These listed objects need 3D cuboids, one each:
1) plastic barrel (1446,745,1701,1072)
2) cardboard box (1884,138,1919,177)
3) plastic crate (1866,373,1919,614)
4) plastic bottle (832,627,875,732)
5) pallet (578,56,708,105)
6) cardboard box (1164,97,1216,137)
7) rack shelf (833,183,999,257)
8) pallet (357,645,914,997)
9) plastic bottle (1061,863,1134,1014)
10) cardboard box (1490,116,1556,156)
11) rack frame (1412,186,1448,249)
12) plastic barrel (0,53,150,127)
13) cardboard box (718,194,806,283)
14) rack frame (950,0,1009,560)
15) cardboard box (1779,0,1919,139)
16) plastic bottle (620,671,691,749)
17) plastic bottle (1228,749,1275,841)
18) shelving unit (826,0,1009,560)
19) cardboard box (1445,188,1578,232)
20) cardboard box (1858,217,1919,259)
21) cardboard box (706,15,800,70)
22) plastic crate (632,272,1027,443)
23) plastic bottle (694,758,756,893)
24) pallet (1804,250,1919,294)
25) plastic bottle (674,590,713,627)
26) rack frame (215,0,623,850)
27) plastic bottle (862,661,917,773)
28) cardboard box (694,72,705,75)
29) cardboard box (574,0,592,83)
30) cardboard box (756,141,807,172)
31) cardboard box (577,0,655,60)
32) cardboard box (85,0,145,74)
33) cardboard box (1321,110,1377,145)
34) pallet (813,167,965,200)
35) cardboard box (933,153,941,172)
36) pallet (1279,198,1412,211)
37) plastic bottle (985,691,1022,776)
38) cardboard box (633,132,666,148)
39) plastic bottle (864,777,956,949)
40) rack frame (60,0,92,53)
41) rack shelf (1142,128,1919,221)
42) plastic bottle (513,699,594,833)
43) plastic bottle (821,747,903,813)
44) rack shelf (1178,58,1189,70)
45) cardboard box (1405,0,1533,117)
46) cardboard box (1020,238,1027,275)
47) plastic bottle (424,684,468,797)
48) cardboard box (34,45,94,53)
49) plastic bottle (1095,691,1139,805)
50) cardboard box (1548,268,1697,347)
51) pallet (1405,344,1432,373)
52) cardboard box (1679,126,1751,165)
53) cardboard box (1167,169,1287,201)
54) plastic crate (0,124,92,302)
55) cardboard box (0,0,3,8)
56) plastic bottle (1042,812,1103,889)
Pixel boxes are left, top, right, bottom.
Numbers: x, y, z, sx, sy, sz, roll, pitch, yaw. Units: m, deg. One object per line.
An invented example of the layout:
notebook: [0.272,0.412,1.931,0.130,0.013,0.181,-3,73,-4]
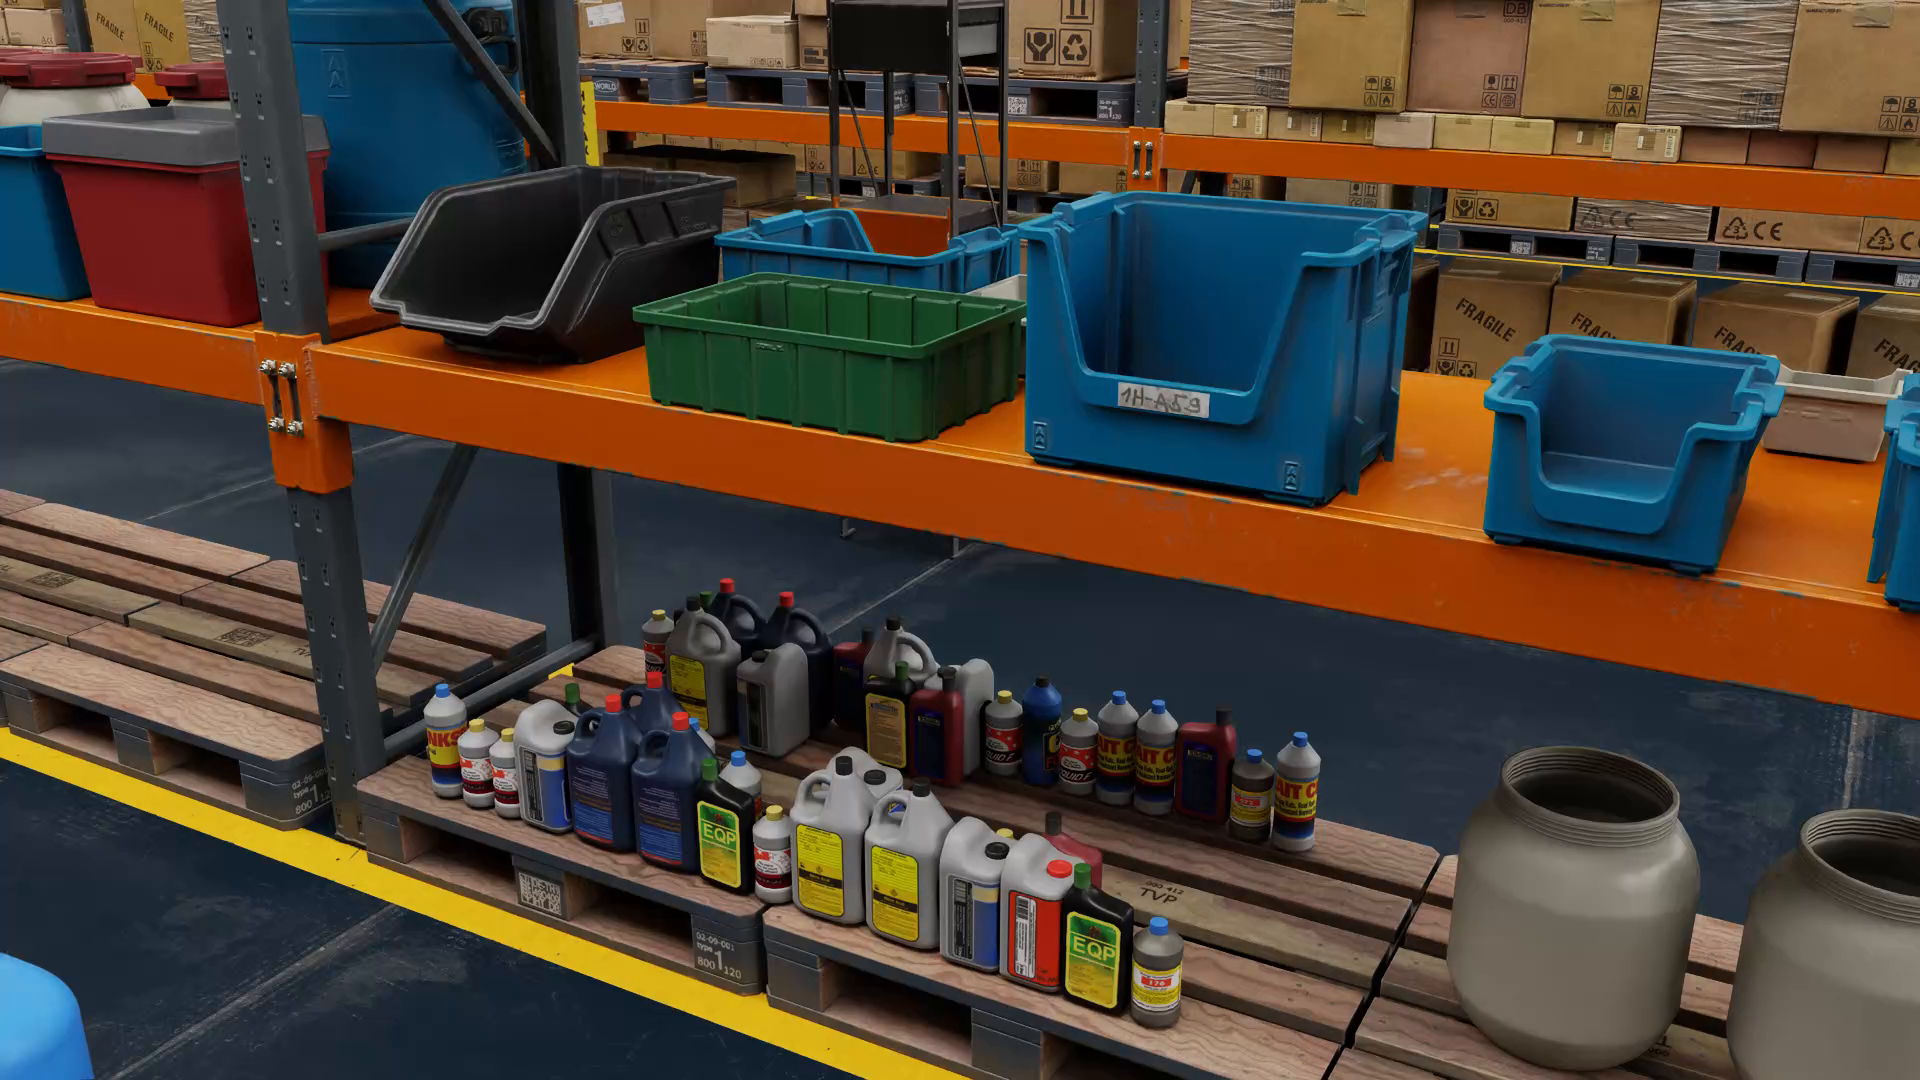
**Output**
plastic barrel: [1.144,0.684,3.113,0.421,0.512,0.421,0,20,0]
cardboard box: [3.798,-1.528,6.548,0.250,0.149,0.380,11,23,27]
plastic crate: [1.610,-0.042,2.301,0.616,0.251,0.499,11,23,27]
plastic bottle: [-0.266,0.355,4.326,0.133,0.283,0.061,13,23,31]
pallet: [-1.701,-2.746,9.817,1.003,0.211,1.213,11,23,27]
cardboard box: [1.158,-2.014,7.887,0.250,0.149,0.380,11,23,27]
rack shelf: [-0.145,-1.002,6.088,0.480,0.518,0.431,11,23,27]
pallet: [-0.733,0.652,4.259,1.213,0.211,1.003,11,23,27]
plastic bottle: [0.265,0.763,3.200,0.133,0.283,0.061,11,23,29]
cardboard box: [2.474,-1.769,7.211,0.250,0.149,0.380,11,23,27]
rack frame: [3.624,-3.717,12.214,0.127,3.000,1.000,11,23,27]
plastic barrel: [-2.668,-1.193,5.057,0.433,0.535,0.433,0,20,0]
cardboard box: [-1.290,-1.761,9.841,0.500,0.500,0.700,9,22,23]
rack frame: [0.069,-0.974,5.971,0.015,2.100,0.400,11,23,27]
cardboard box: [3.647,-1.926,6.694,0.500,0.500,0.875,11,23,27]
plastic bottle: [-0.726,0.470,3.910,0.185,0.351,0.144,11,23,27]
plastic bottle: [0.672,0.579,3.828,0.097,0.201,0.097,0,20,0]
shelving unit: [-0.145,-1.015,6.083,0.503,2.100,0.431,11,23,27]
cardboard box: [4.139,-2.791,12.159,0.875,0.875,0.875,11,23,28]
cardboard box: [6.492,-2.344,10.928,0.875,0.875,0.875,11,23,28]
cardboard box: [-1.024,-2.703,9.021,0.500,0.250,0.500,10,22,26]
plastic crate: [-0.251,-0.374,3.307,0.662,0.188,0.450,11,23,27]
plastic bottle: [-0.508,0.616,3.606,0.133,0.283,0.061,12,23,30]
pallet: [6.380,-1.851,11.158,1.213,0.211,1.003,11,23,27]
plastic bottle: [-0.718,0.269,4.564,0.133,0.283,0.061,12,23,30]
rack frame: [-1.299,-0.783,4.125,0.127,3.000,1.000,11,23,27]
plastic bottle: [-0.174,0.429,4.123,0.133,0.283,0.061,11,23,27]
cardboard box: [-2.587,-4.374,15.975,0.500,0.250,0.500,10,22,26]
cardboard box: [-2.667,-3.132,10.453,0.500,0.500,0.500,12,23,29]
cardboard box: [-1.491,-3.607,14.960,0.500,0.500,0.500,10,22,25]
cardboard box: [-1.884,-3.089,9.720,0.500,0.500,0.500,8,21,21]
cardboard box: [-5.588,-3.484,11.425,0.500,0.500,0.500,11,23,27]
cardboard box: [1.824,-1.897,7.563,0.250,0.149,0.380,11,23,27]
pallet: [-0.550,-3.202,14.883,1.213,0.211,1.003,11,23,27]
cardboard box: [-0.361,-3.598,14.936,0.500,0.500,0.500,10,22,25]
pallet: [2.913,-2.512,12.982,1.213,0.211,1.003,11,23,27]
plastic bottle: [0.110,0.472,4.123,0.097,0.201,0.097,0,20,0]
cardboard box: [-2.845,-3.868,15.680,0.500,0.500,0.500,12,23,29]
plastic bottle: [-0.098,0.646,3.425,0.185,0.351,0.144,12,23,30]
rack frame: [-5.868,-3.588,11.858,0.127,3.000,1.000,11,23,27]
rack shelf: [2.863,-1.587,7.396,4.000,0.370,1.077,11,23,27]
plastic bottle: [-0.939,0.520,3.883,0.135,0.276,0.152,12,23,29]
plastic bottle: [-0.210,0.602,3.656,0.135,0.276,0.152,11,23,27]
rack shelf: [1.878,-3.712,13.254,4.000,0.370,1.077,11,23,27]
cardboard box: [2.384,-2.204,7.461,0.500,0.500,0.875,11,23,27]
cardboard box: [0.591,-1.398,8.840,0.500,0.500,0.700,9,22,23]
plastic bottle: [-1.234,0.476,4.010,0.097,0.271,0.097,0,20,0]
cardboard box: [-6.293,-3.423,11.771,0.250,0.149,0.380,11,23,28]
plastic bottle: [0.376,0.490,3.972,0.097,0.271,0.097,0,20,0]
cardboard box: [2.996,-0.923,7.559,0.500,0.500,0.500,13,24,32]
pallet: [1.720,-0.846,8.387,1.213,0.211,1.003,11,23,27]
cardboard box: [3.160,-1.663,6.920,0.250,0.149,0.380,11,23,27]
cardboard box: [2.198,-3.095,13.182,0.750,0.750,1.050,11,23,27]
plastic crate: [-2.414,-0.866,4.378,0.575,0.384,0.392,11,23,27]
cardboard box: [-6.835,-4.091,11.929,0.500,0.500,0.500,11,23,28]
plastic bottle: [0.221,0.695,3.387,0.133,0.283,0.061,11,23,27]
